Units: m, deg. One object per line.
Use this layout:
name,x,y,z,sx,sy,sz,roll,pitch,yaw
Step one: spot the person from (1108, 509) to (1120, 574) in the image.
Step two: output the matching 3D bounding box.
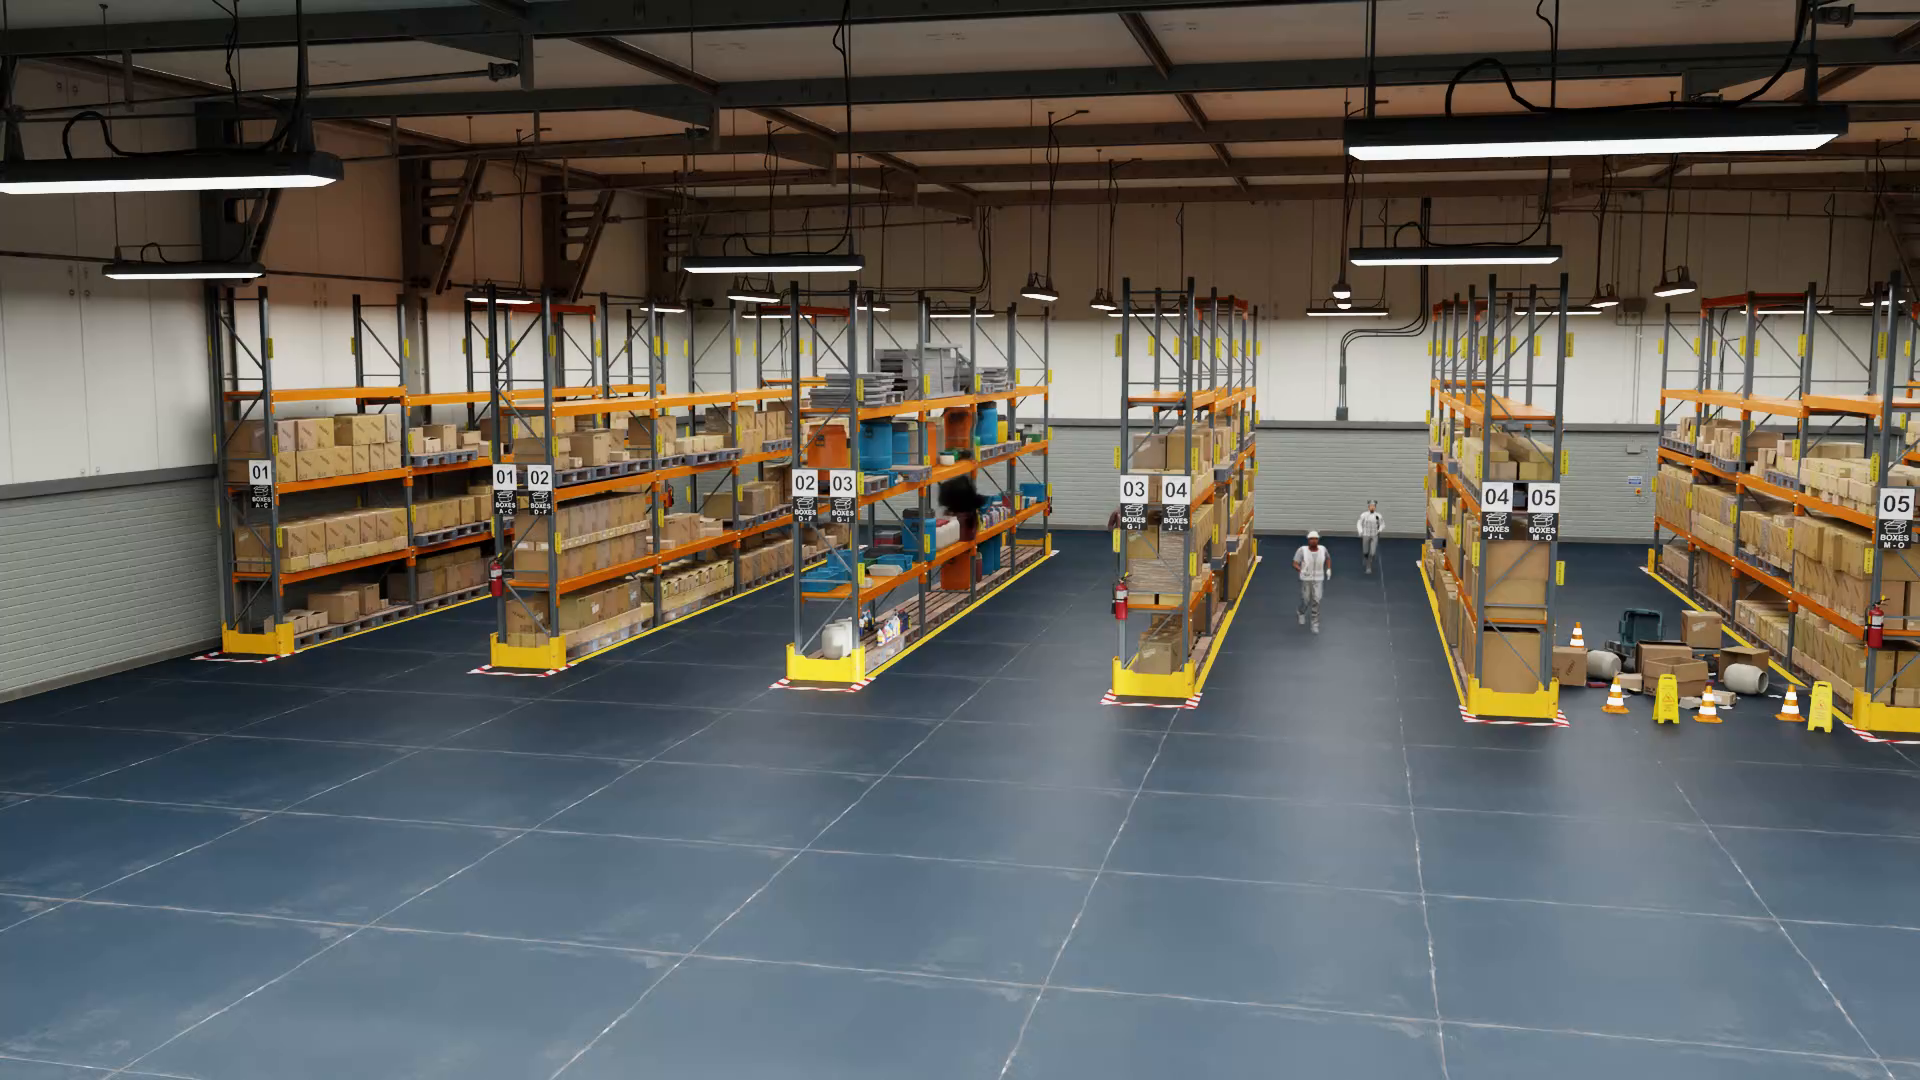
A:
person,3.321,0.014,33.366,0.712,1.778,0.918,0,7,2

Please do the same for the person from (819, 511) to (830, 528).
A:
person,-3.475,-0.800,43.928,0.629,1.584,0.546,5,8,37

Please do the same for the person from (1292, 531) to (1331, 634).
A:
person,6.258,0.726,29.576,0.708,1.788,0.852,0,7,0

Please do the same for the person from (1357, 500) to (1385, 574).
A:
person,9.196,-0.077,37.222,0.617,1.655,0.503,1,7,12
